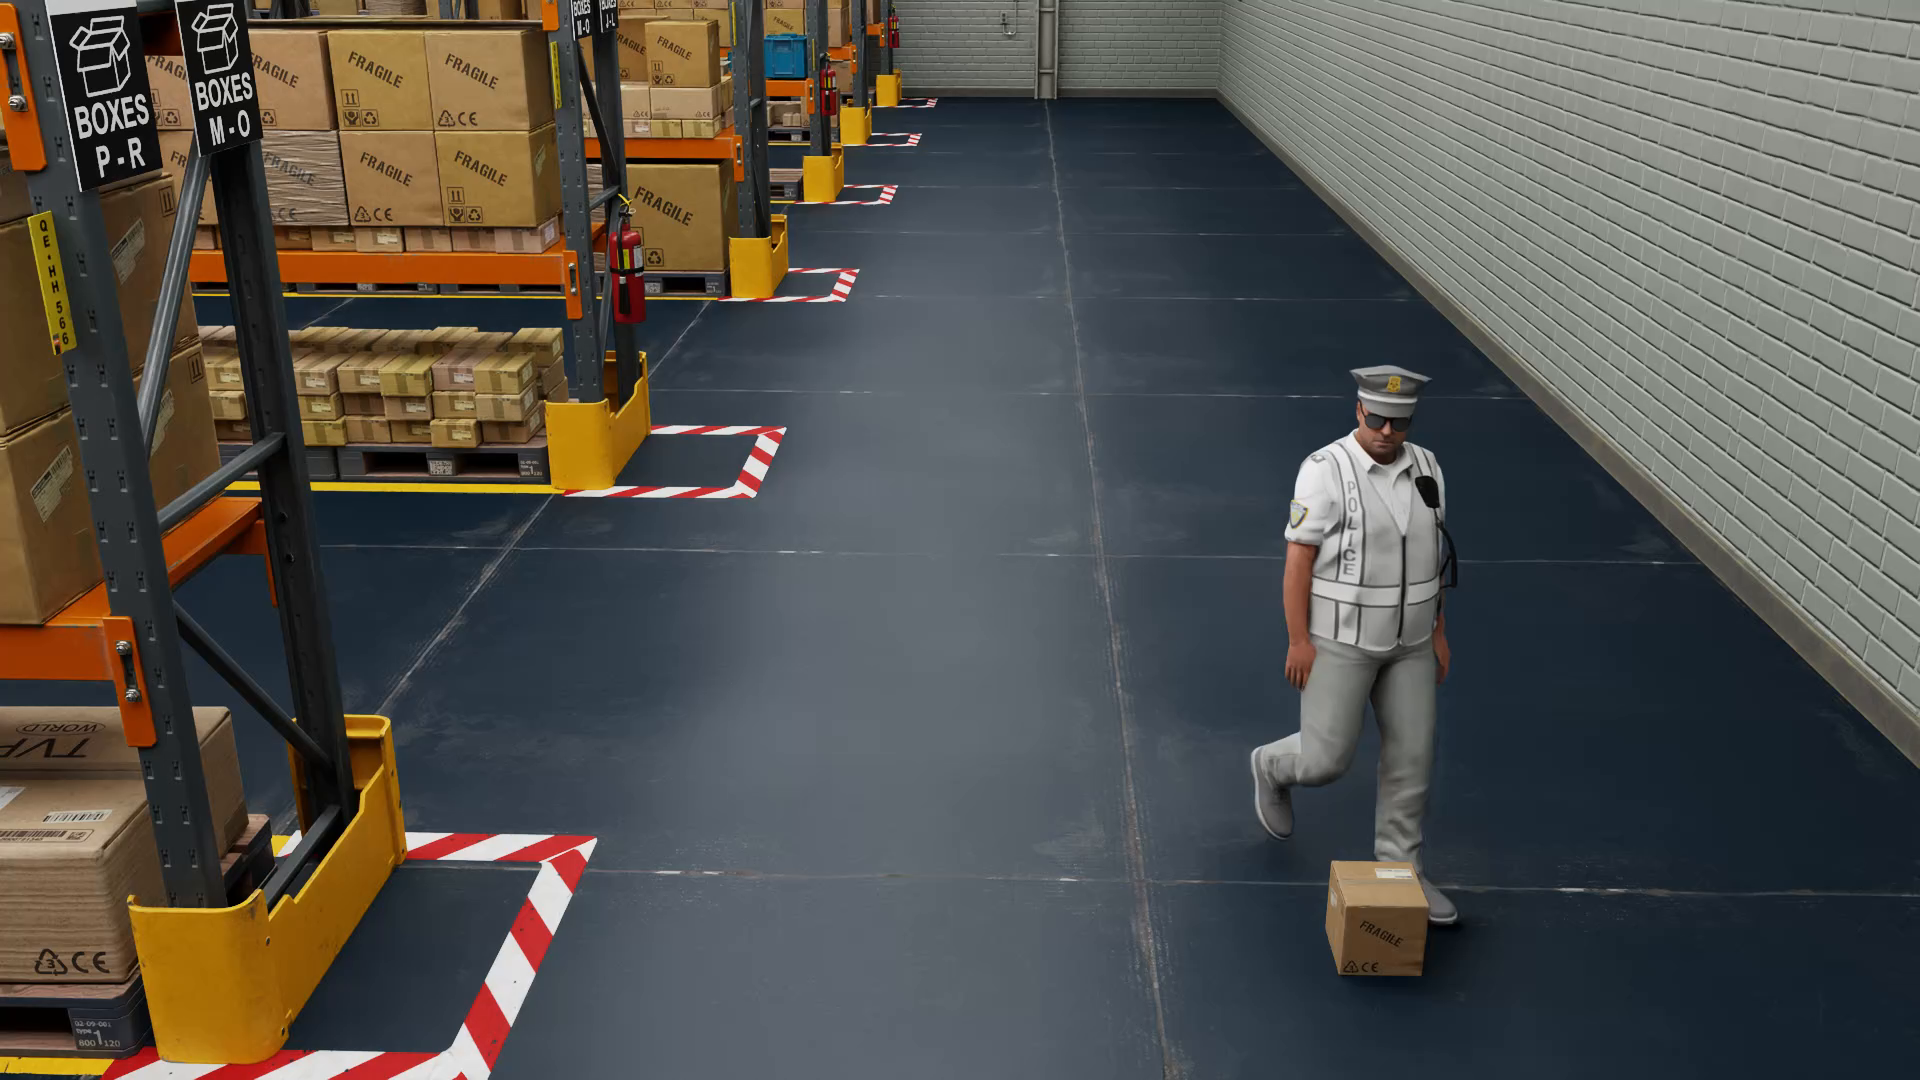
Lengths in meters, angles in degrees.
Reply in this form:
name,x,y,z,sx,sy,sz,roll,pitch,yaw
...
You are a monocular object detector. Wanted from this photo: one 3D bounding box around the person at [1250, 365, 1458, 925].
name,x,y,z,sx,sy,sz,roll,pitch,yaw
person,1.316,0.304,5.274,0.567,1.723,0.807,-7,22,-17
